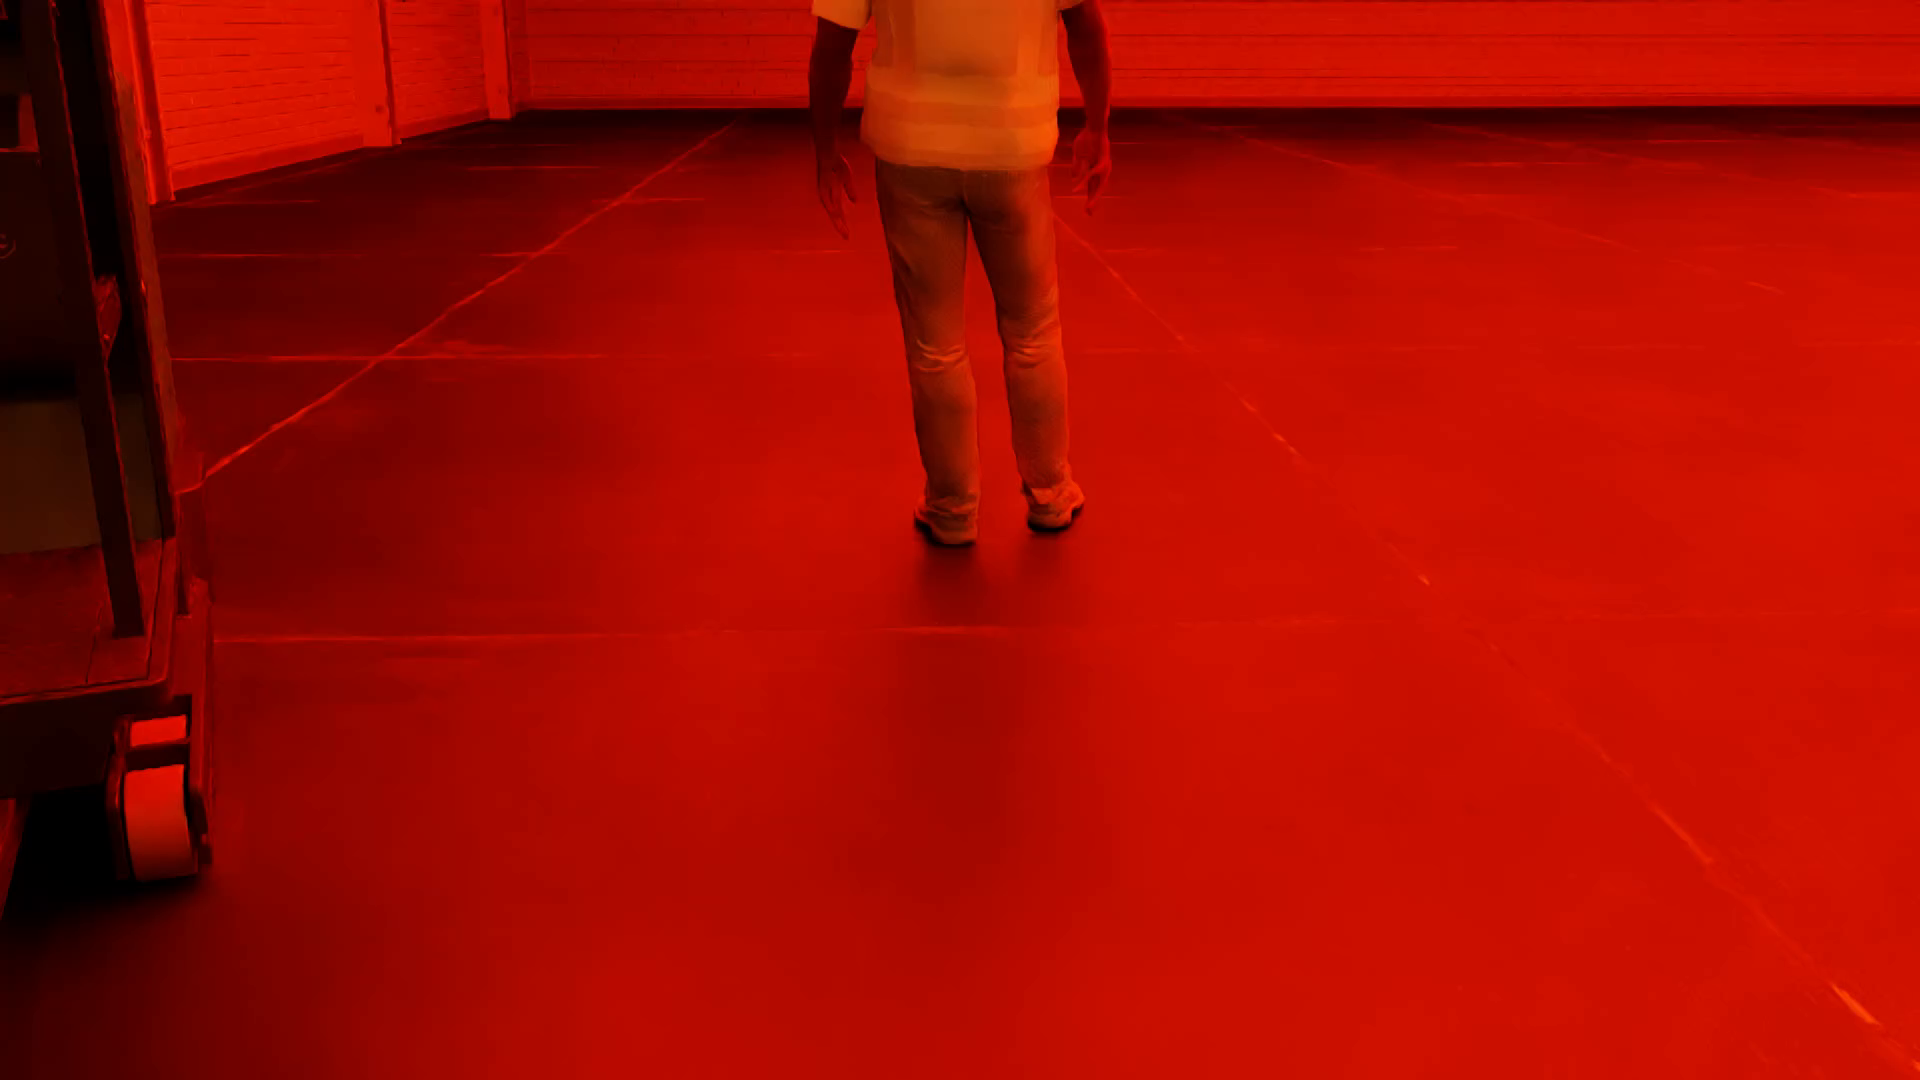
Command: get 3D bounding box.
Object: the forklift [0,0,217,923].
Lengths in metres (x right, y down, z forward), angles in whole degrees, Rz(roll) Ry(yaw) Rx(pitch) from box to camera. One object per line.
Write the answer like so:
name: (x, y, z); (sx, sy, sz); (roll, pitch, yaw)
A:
forklift: (-1.692, -0.946, 2.000); (1.130, 2.935, 3.031); (-7, 18, -22)

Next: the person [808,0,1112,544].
person: (0.002, -0.872, 3.725); (0.665, 1.766, 0.576); (-1, 17, -3)
